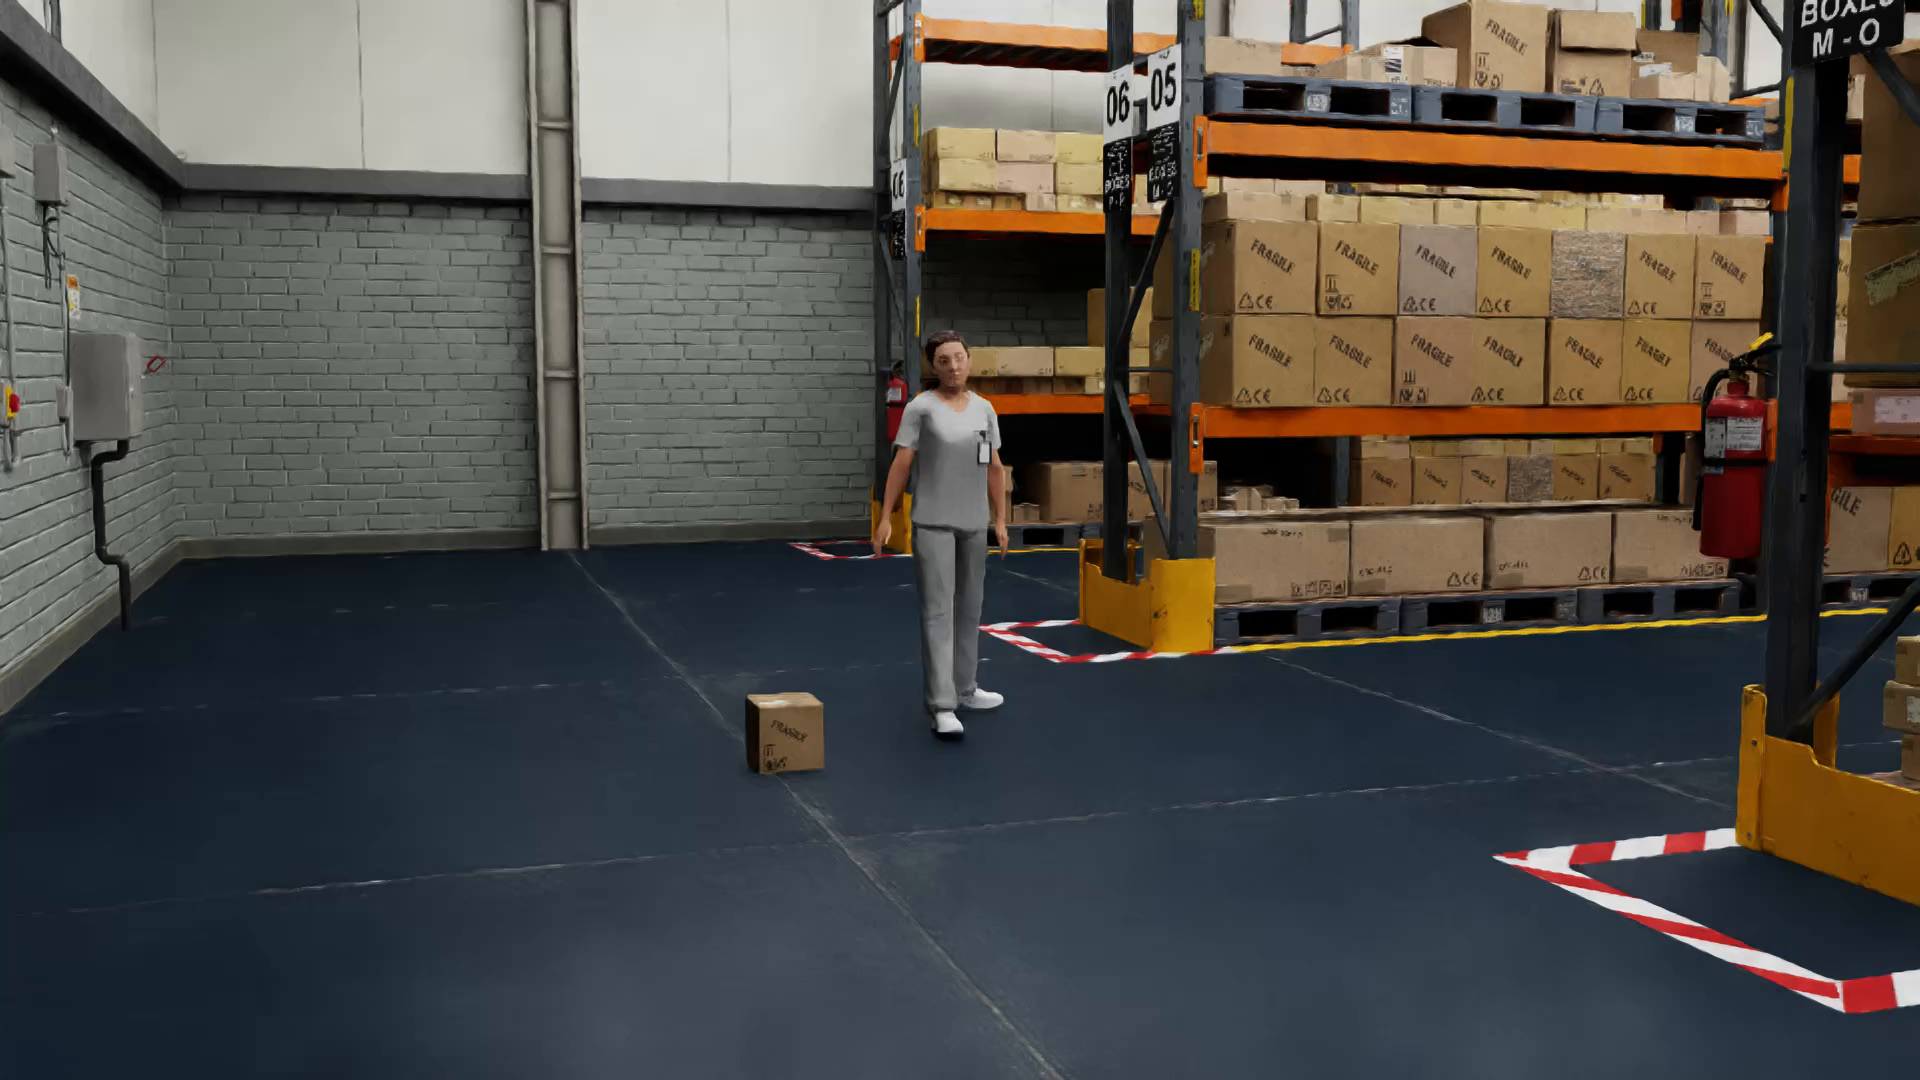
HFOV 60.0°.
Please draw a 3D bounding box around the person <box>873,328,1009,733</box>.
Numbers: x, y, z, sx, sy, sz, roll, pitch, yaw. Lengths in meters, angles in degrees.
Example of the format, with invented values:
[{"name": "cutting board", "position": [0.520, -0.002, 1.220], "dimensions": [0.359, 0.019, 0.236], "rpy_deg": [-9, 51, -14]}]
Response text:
[{"name": "person", "position": [-0.050, -0.050, 6.974], "dimensions": [0.668, 1.666, 0.627], "rpy_deg": [-3, 7, -28]}]
